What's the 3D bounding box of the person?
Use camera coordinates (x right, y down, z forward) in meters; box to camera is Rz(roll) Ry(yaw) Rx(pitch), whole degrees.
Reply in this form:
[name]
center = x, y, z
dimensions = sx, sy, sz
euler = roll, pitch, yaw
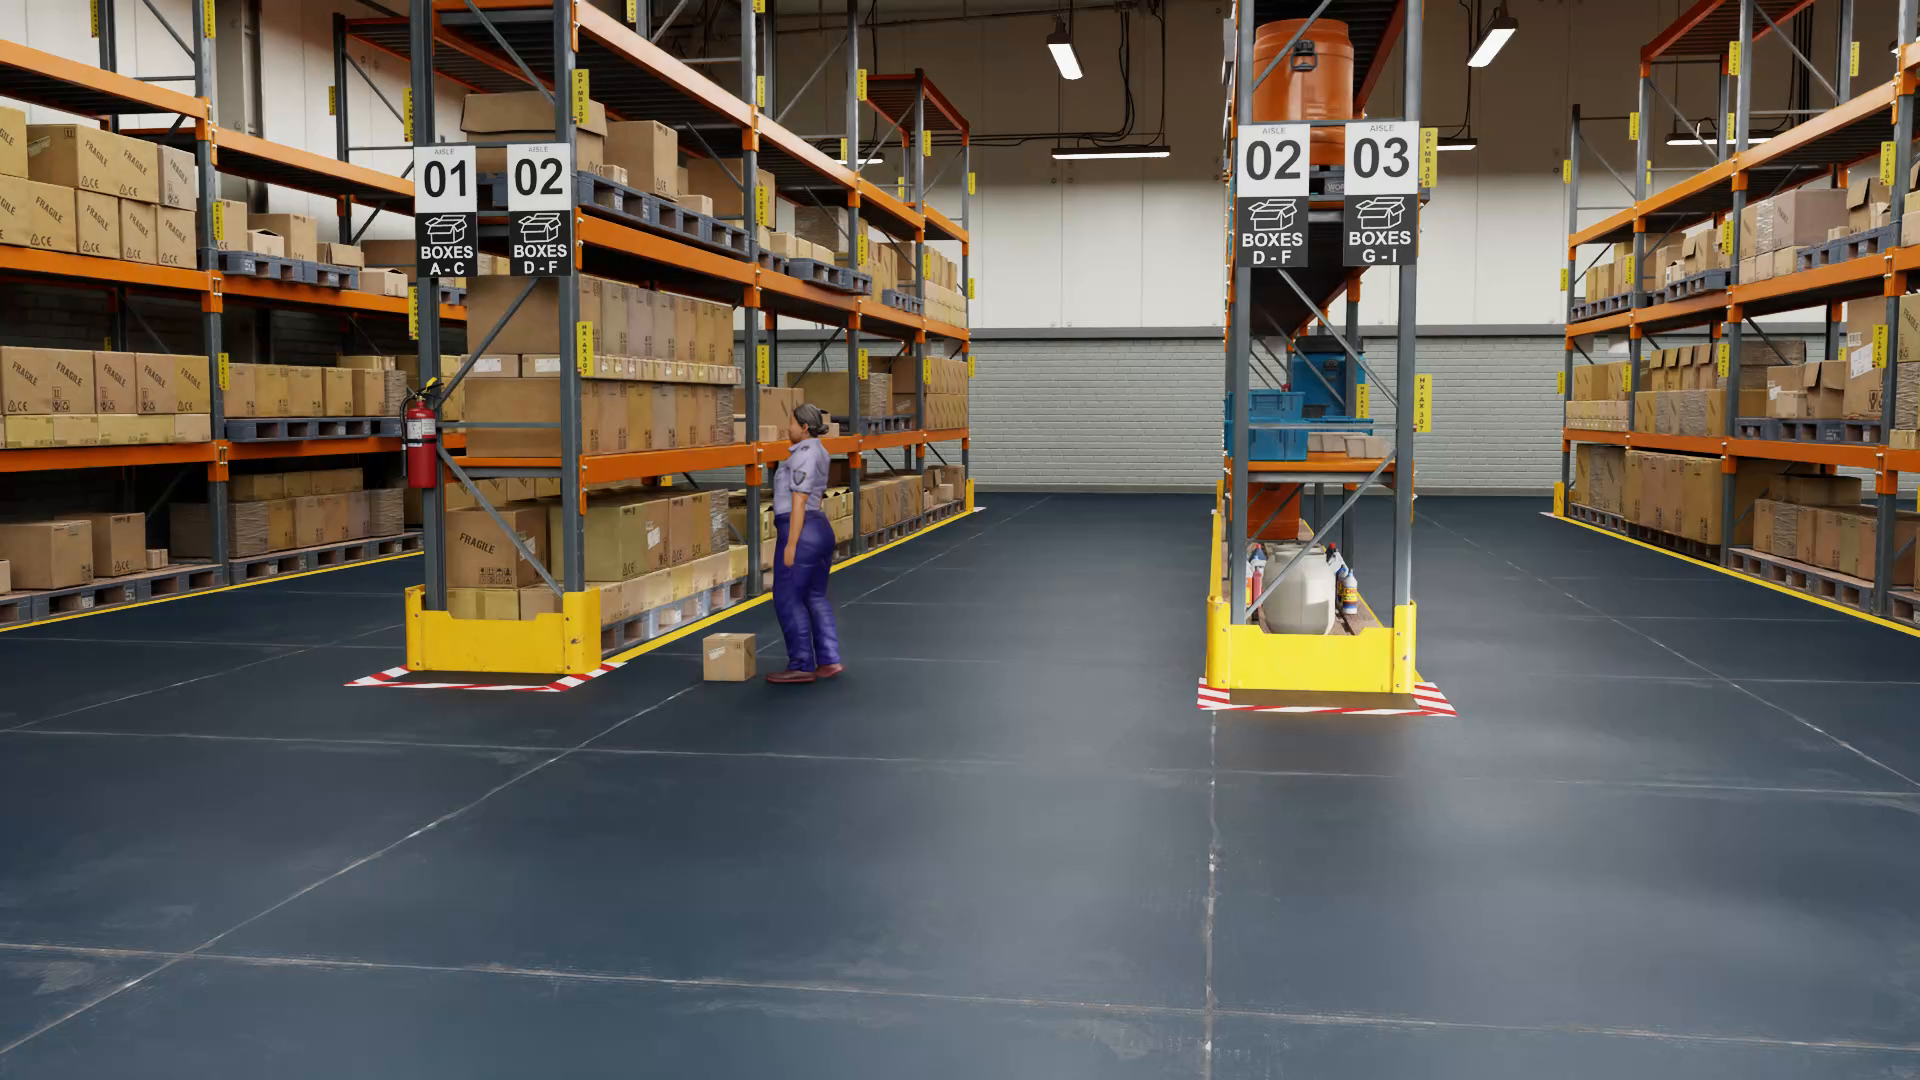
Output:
[person]
center = -0.924, 0.054, 9.828
dimensions = 0.408, 1.716, 0.469
euler = 1, 5, 10
